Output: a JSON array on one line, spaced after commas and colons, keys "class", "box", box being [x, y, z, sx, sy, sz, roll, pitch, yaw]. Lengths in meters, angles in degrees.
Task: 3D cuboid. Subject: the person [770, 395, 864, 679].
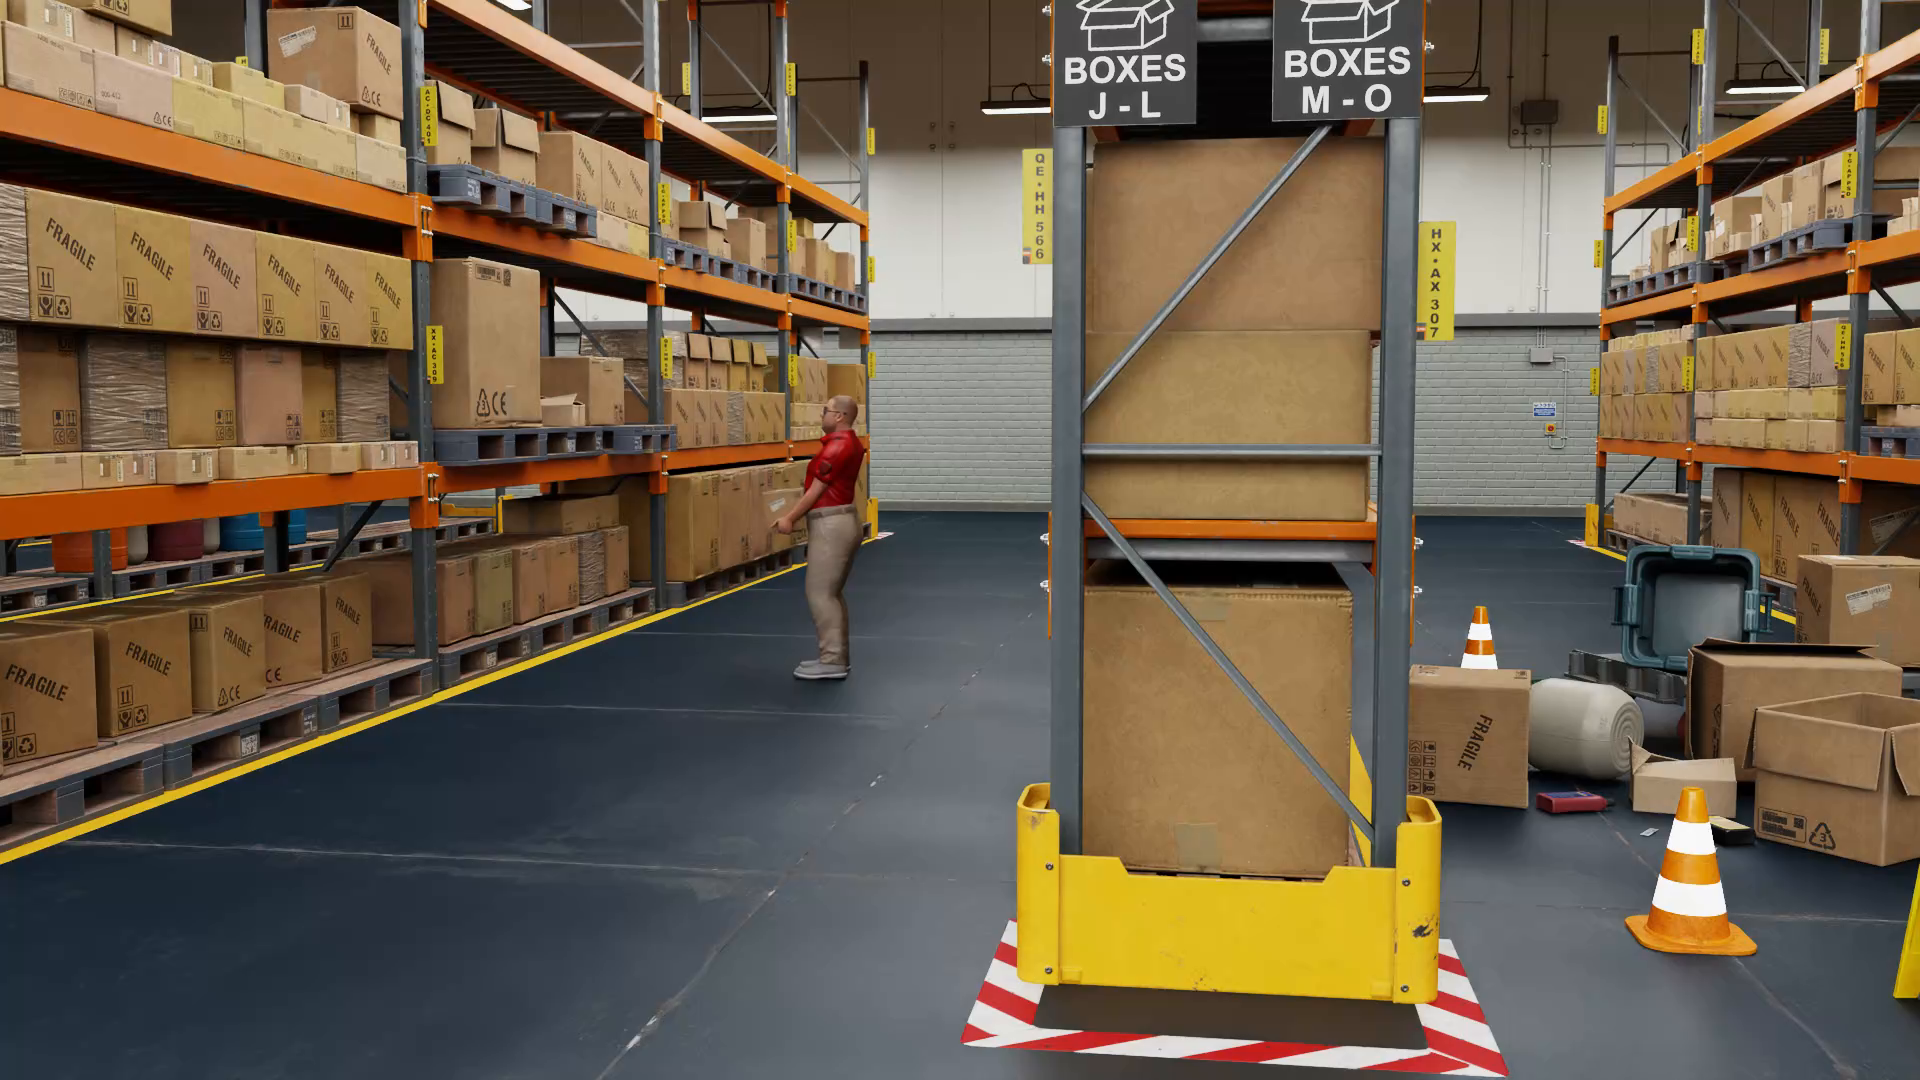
[{"class": "person", "box": [-0.868, -0.025, 10.137, 0.530, 1.712, 0.493, 1, 4, 9]}]
